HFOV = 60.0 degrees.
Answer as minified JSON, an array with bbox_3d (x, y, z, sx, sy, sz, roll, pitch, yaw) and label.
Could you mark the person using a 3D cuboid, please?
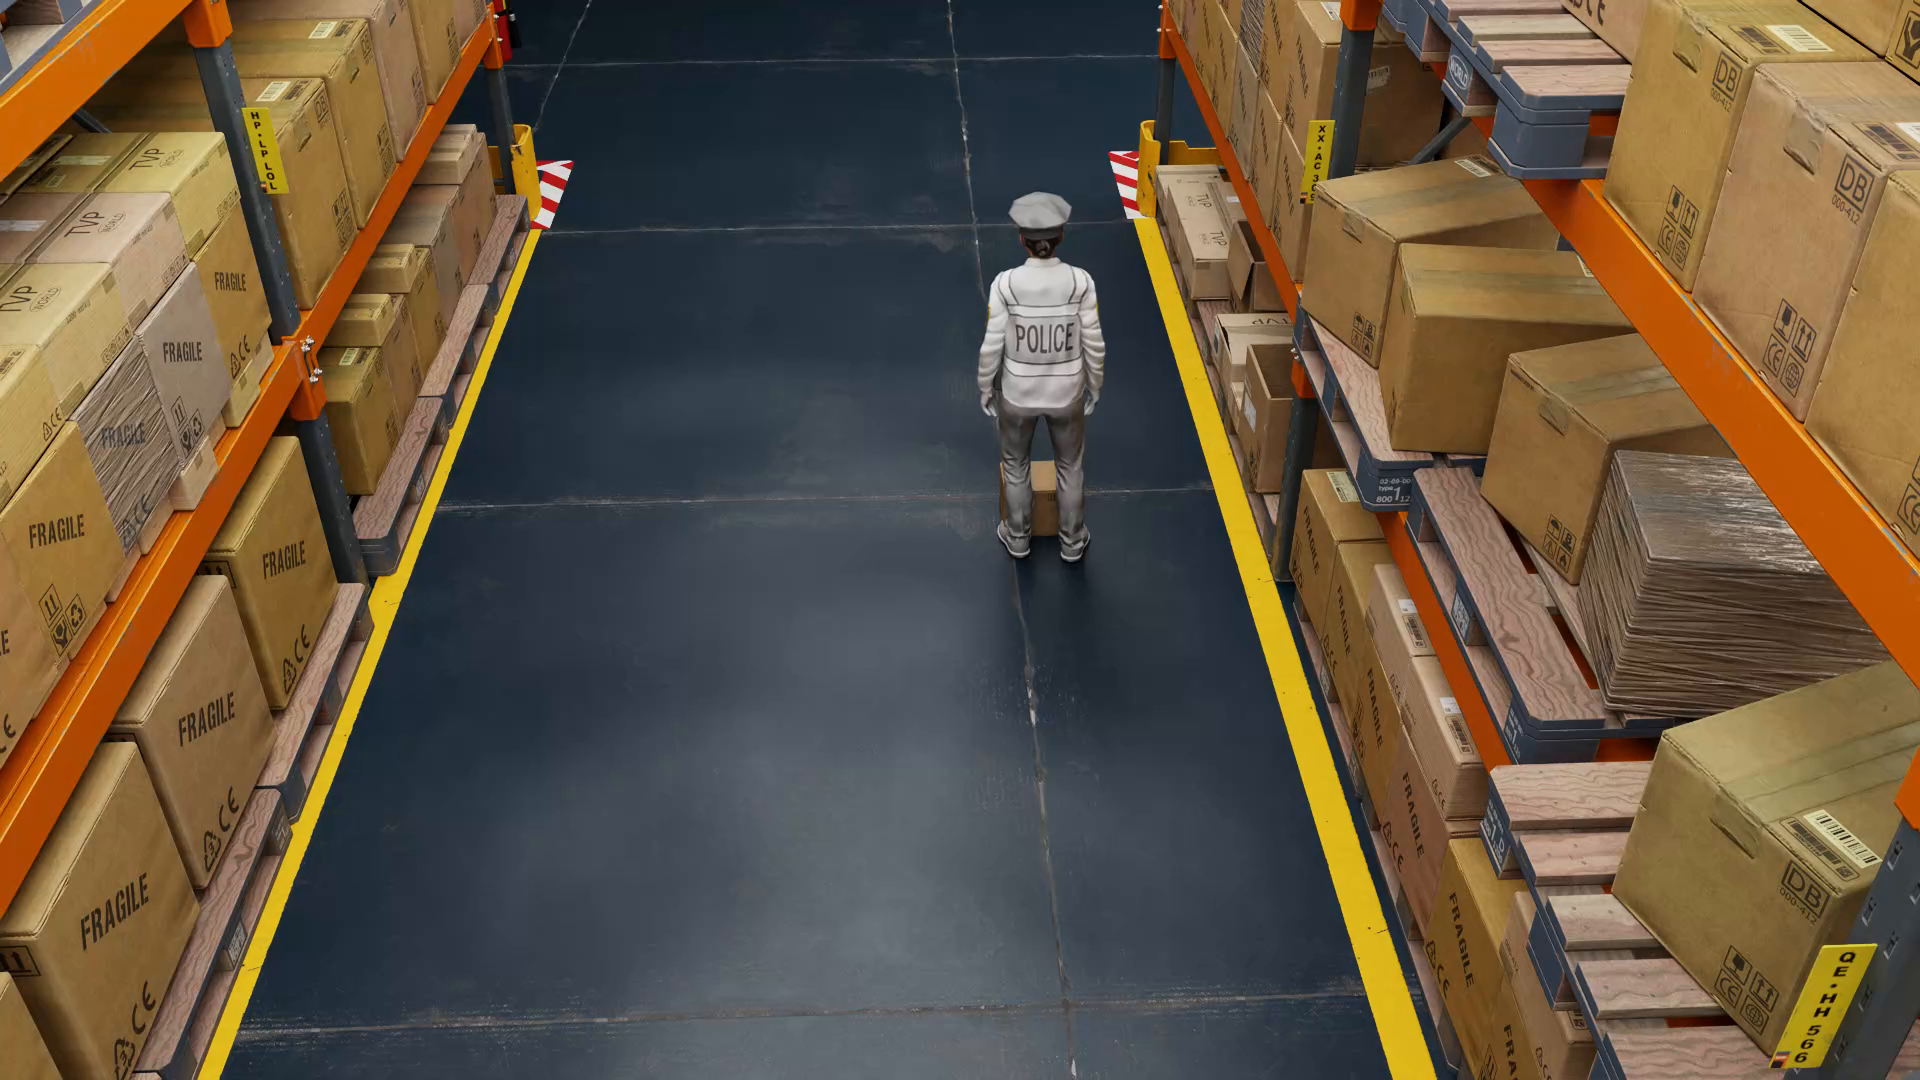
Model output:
[{"bbox_3d":[0.340,-0.635,7.035,0.530,1.663,0.403,-1,35,-2],"label":"person"}]
